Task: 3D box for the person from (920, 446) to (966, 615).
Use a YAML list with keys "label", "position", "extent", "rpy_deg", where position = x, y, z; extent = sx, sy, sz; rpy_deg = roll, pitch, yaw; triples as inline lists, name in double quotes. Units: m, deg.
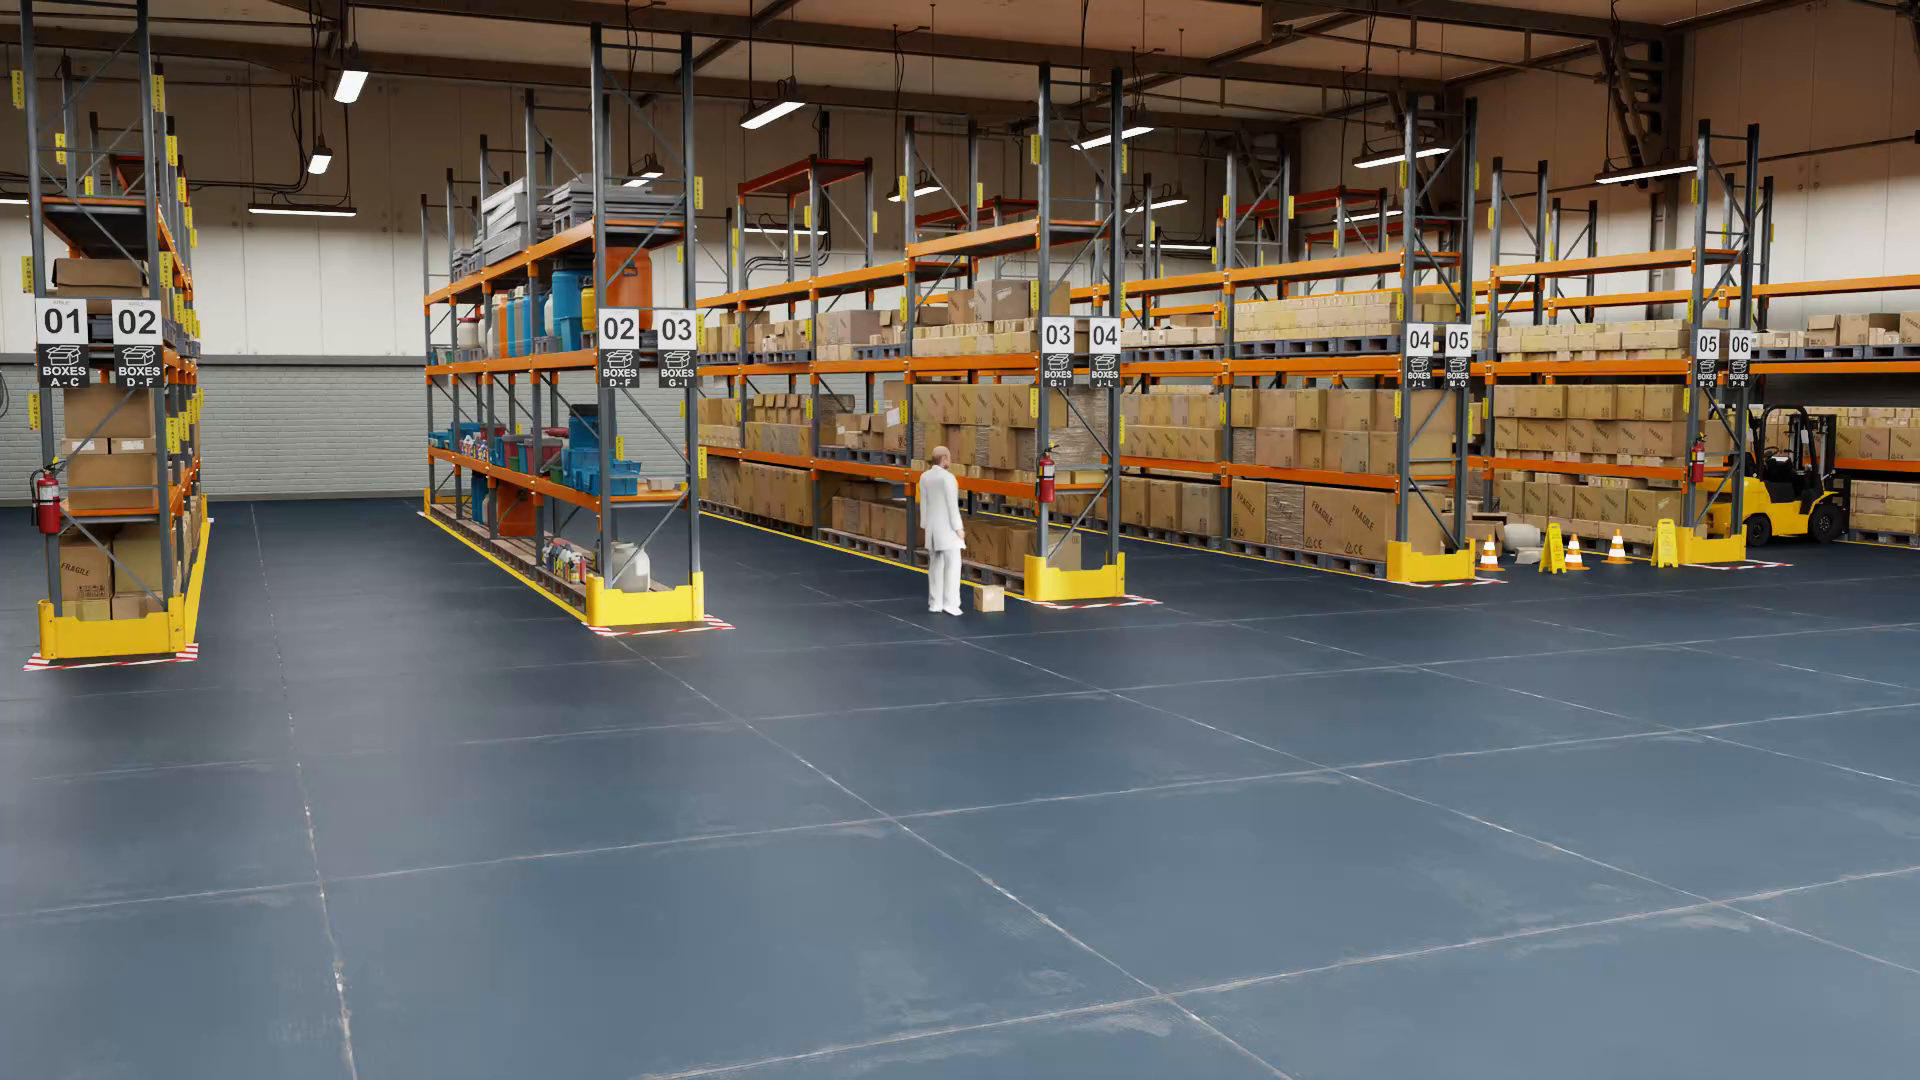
- label: "person"
  position: [-0.159, -0.091, 17.856]
  extent: [0.447, 1.839, 0.627]
  rpy_deg: [-4, 7, -37]
